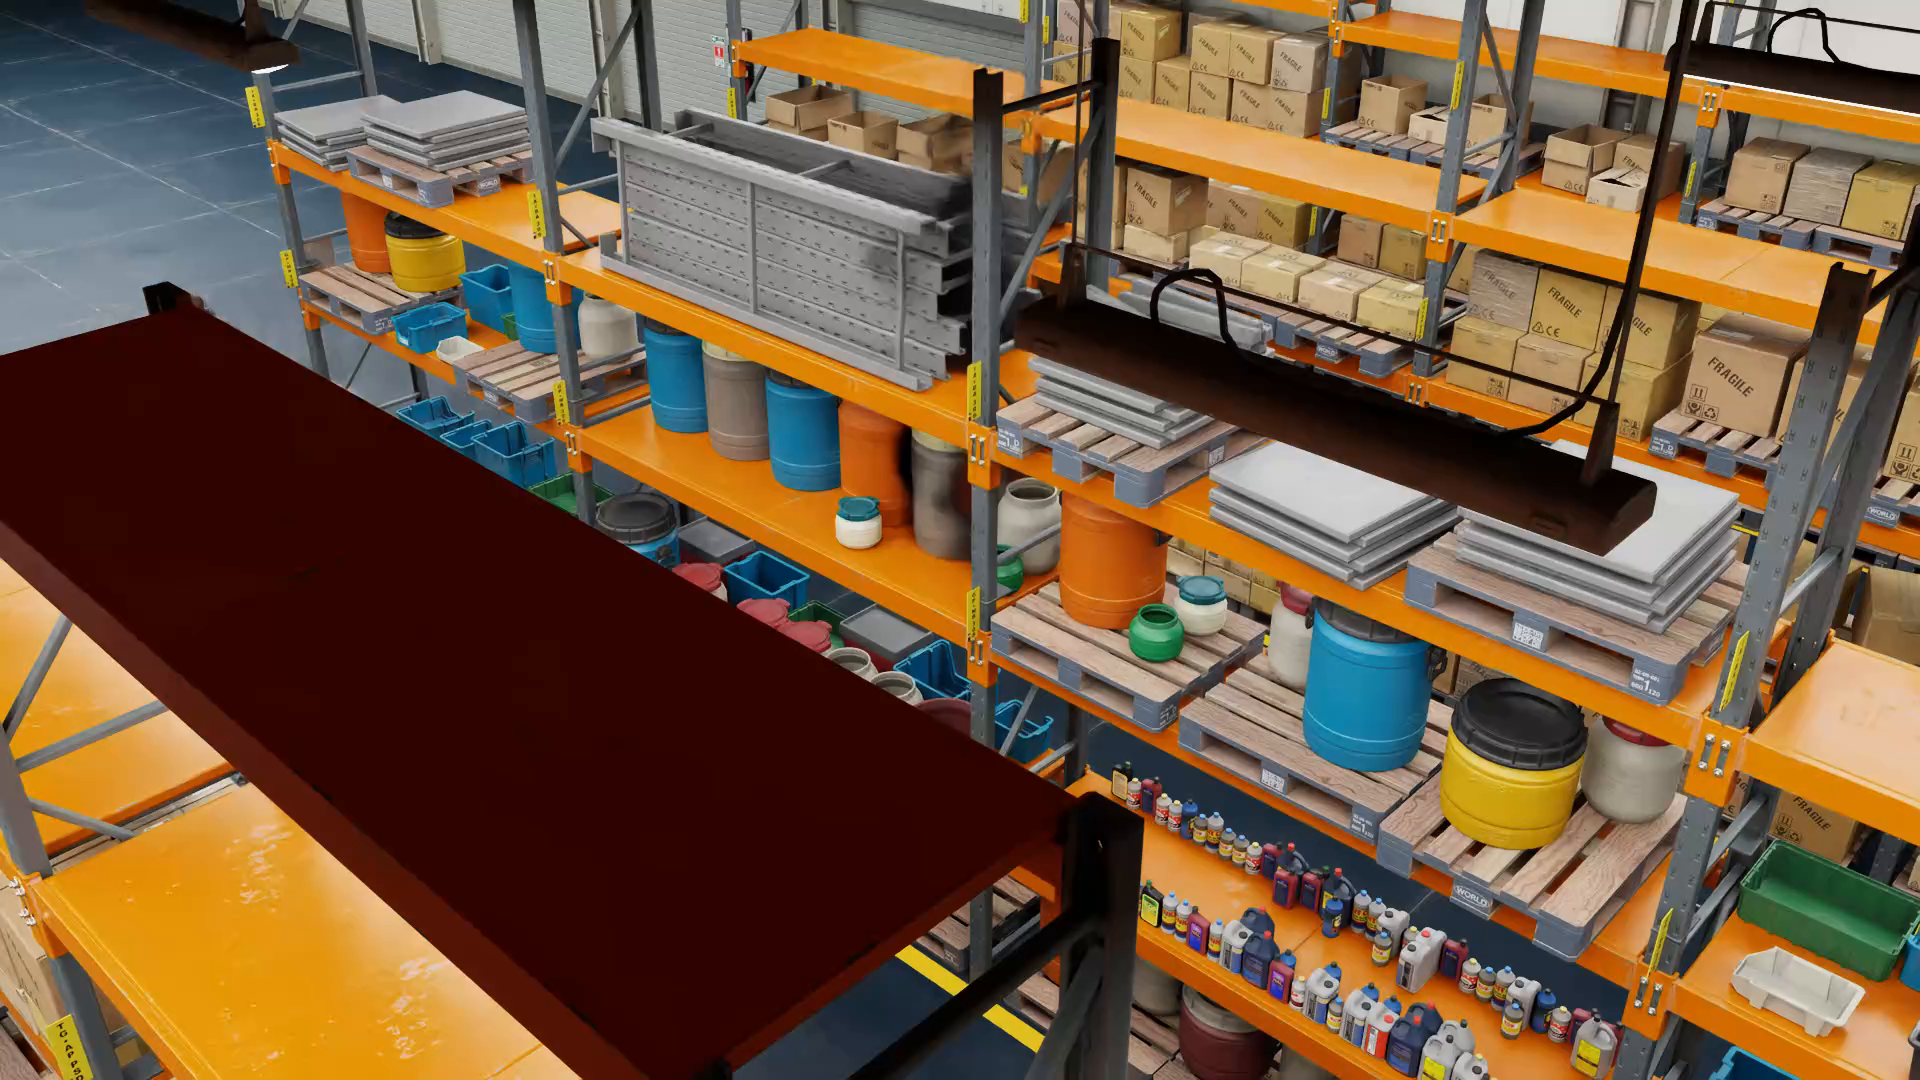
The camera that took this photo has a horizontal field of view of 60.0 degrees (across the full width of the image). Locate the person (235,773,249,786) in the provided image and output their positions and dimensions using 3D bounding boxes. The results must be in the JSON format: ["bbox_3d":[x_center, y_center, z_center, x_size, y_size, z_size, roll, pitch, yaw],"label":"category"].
[{"bbox_3d":[-5.725,1.146,12.462,0.854,1.685,0.597,18,34,29],"label":"person"}]

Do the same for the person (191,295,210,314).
[{"bbox_3d":[-8.039,-1.838,17.828,0.901,1.671,0.567,-12,32,-21],"label":"person"}]
